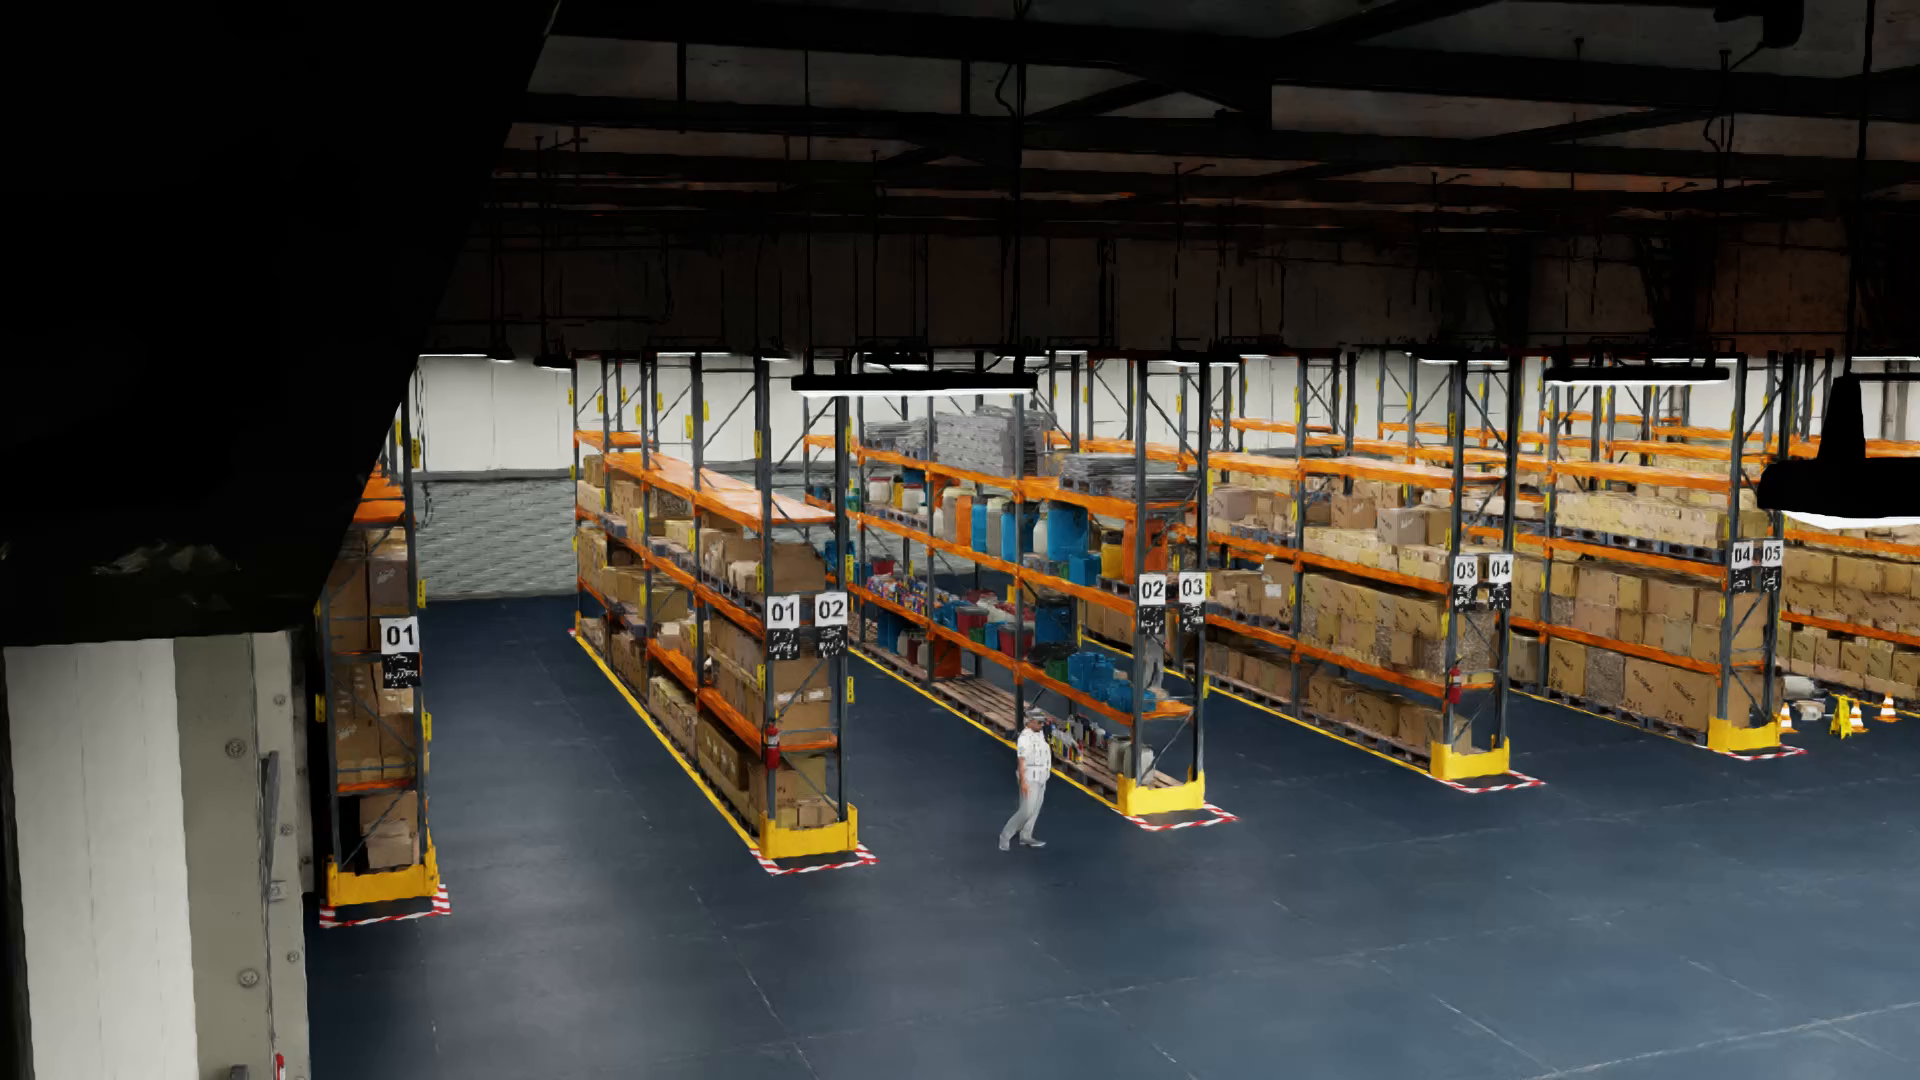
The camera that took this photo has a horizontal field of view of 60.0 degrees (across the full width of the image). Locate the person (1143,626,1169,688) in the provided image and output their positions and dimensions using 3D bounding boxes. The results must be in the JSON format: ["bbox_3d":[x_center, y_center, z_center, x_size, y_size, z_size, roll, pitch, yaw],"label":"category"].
[{"bbox_3d":[3.308,1.996,28.518,0.580,1.619,0.507,-3,8,-22],"label":"person"}]

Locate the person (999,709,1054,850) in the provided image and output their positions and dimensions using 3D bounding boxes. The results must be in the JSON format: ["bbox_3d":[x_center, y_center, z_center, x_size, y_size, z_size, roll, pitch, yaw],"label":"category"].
[{"bbox_3d":[0.799,2.936,20.395,0.544,1.739,0.715,4,8,29],"label":"person"}]

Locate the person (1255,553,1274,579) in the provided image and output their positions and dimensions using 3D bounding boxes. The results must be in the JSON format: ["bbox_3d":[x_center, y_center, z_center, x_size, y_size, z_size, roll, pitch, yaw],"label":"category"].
[{"bbox_3d":[6.446,1.124,35.032,0.678,1.741,0.546,-3,8,-22],"label":"person"}]
